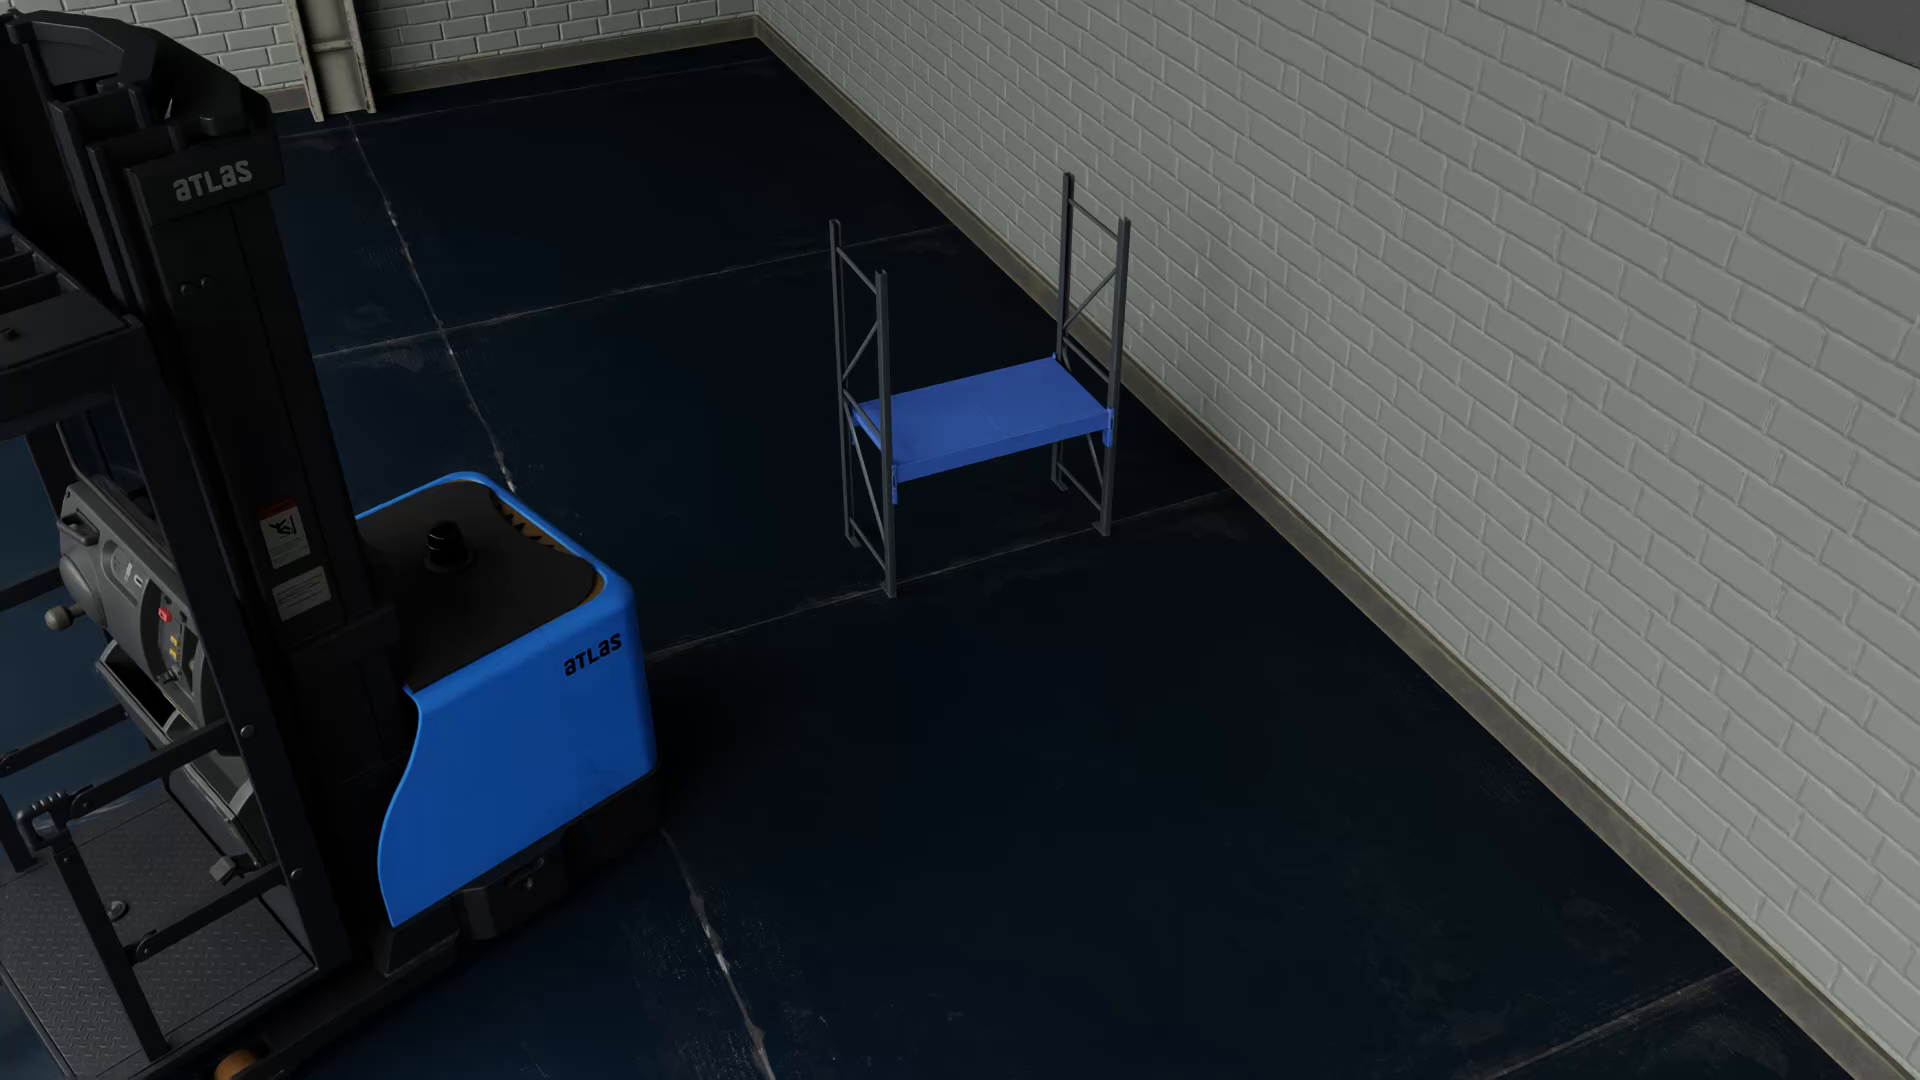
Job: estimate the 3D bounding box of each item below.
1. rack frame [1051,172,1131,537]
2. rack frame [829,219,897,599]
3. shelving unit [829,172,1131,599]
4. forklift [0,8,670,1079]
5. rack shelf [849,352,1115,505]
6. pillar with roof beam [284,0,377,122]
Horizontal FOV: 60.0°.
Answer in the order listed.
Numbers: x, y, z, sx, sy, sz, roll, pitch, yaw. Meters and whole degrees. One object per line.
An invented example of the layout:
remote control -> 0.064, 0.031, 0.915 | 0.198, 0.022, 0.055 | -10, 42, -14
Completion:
rack frame -> 0.537, -0.753, 7.006 | 0.032, 1.500, 0.500 | -16, 39, -20
rack frame -> -0.383, -0.495, 6.659 | 0.032, 1.500, 0.500 | -16, 39, -20
shelving unit -> 0.077, -0.624, 6.832 | 1.048, 1.500, 0.538 | -16, 39, -20
forklift -> -2.424, 0.241, 4.465 | 3.031, 2.935, 1.130 | -31, 46, -34
rack shelf -> 0.077, -0.480, 6.939 | 1.000, 0.185, 0.538 | -16, 39, -20
pillar with roof beam -> -2.305, -4.182, 5.335 | 0.400, 9.000, 9.100 | -16, 39, -20
